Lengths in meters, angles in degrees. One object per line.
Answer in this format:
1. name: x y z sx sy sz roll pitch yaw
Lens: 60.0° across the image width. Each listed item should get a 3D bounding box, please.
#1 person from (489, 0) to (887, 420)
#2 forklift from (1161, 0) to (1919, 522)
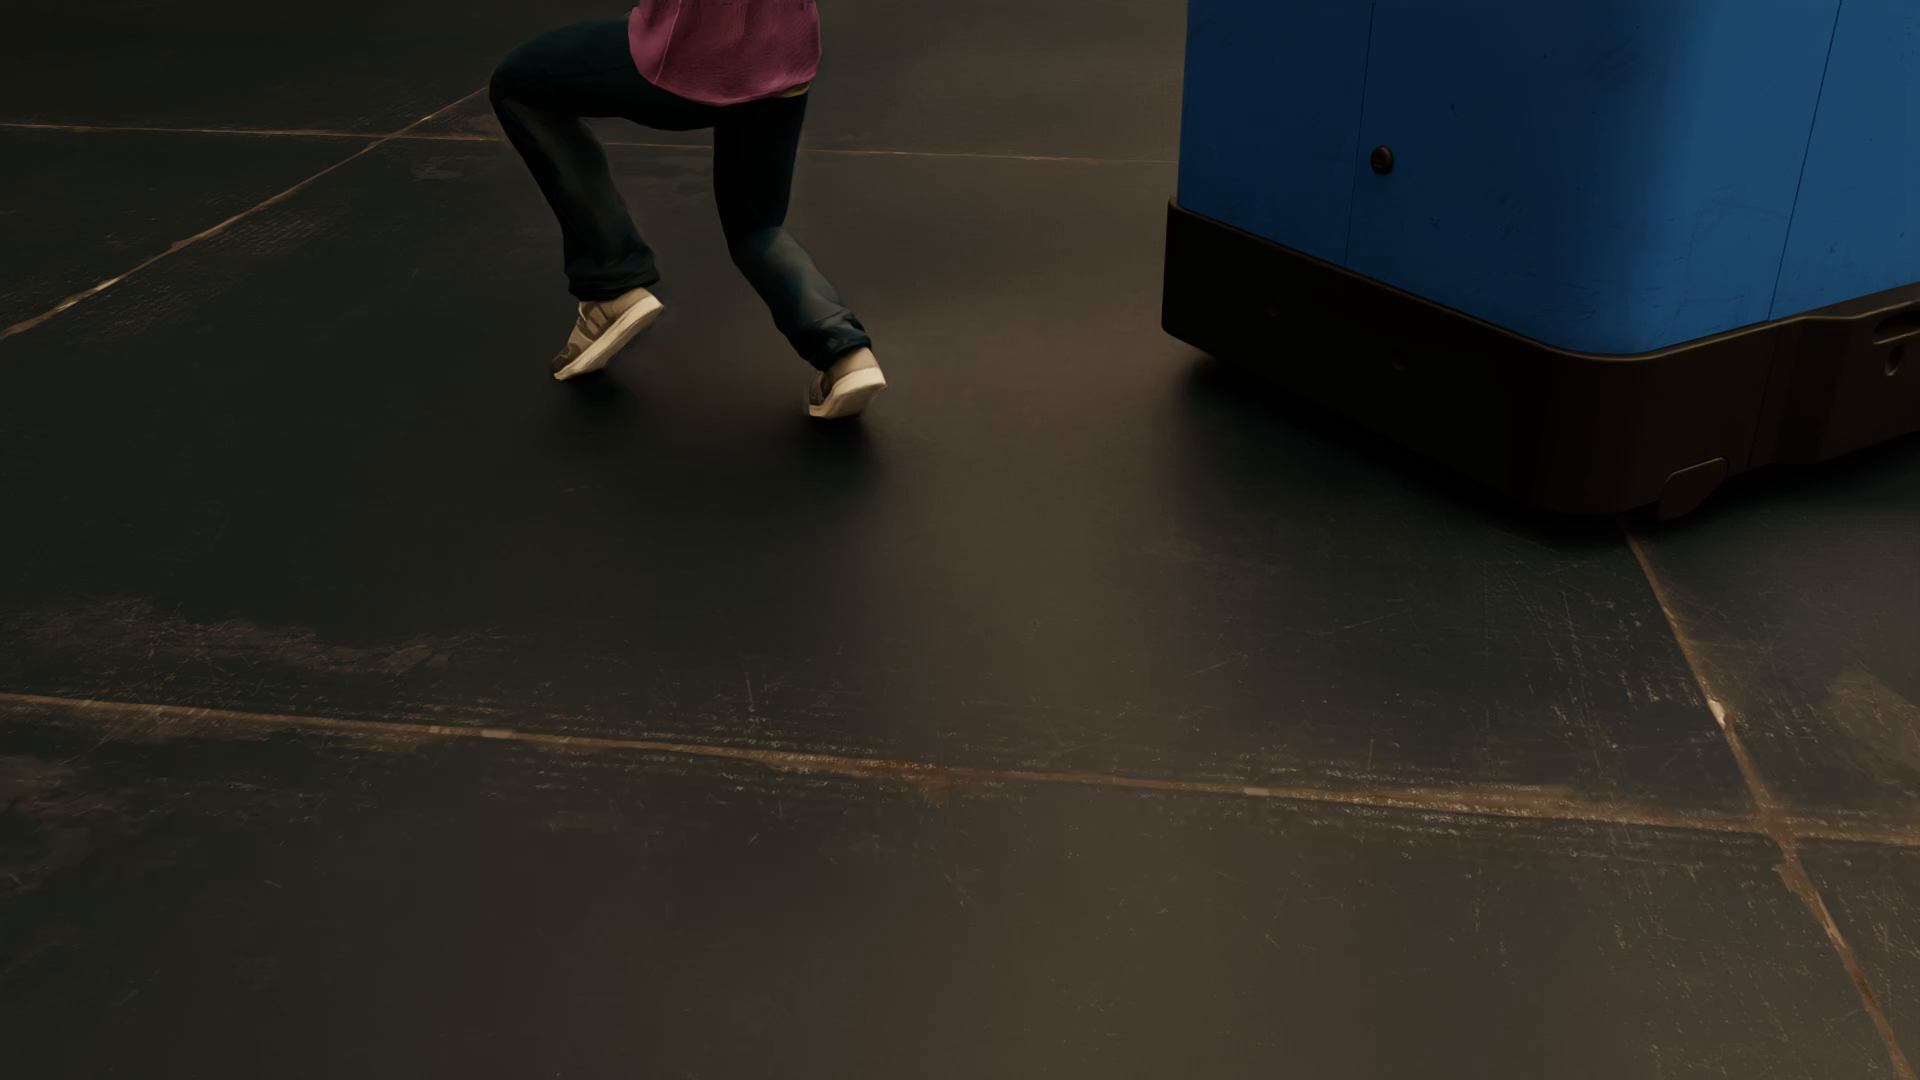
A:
1. person: -0.572 -0.779 2.556 0.803 1.385 0.930 16 31 29
2. forklift: 1.912 -1.811 2.846 3.031 2.935 1.130 -15 30 -27
